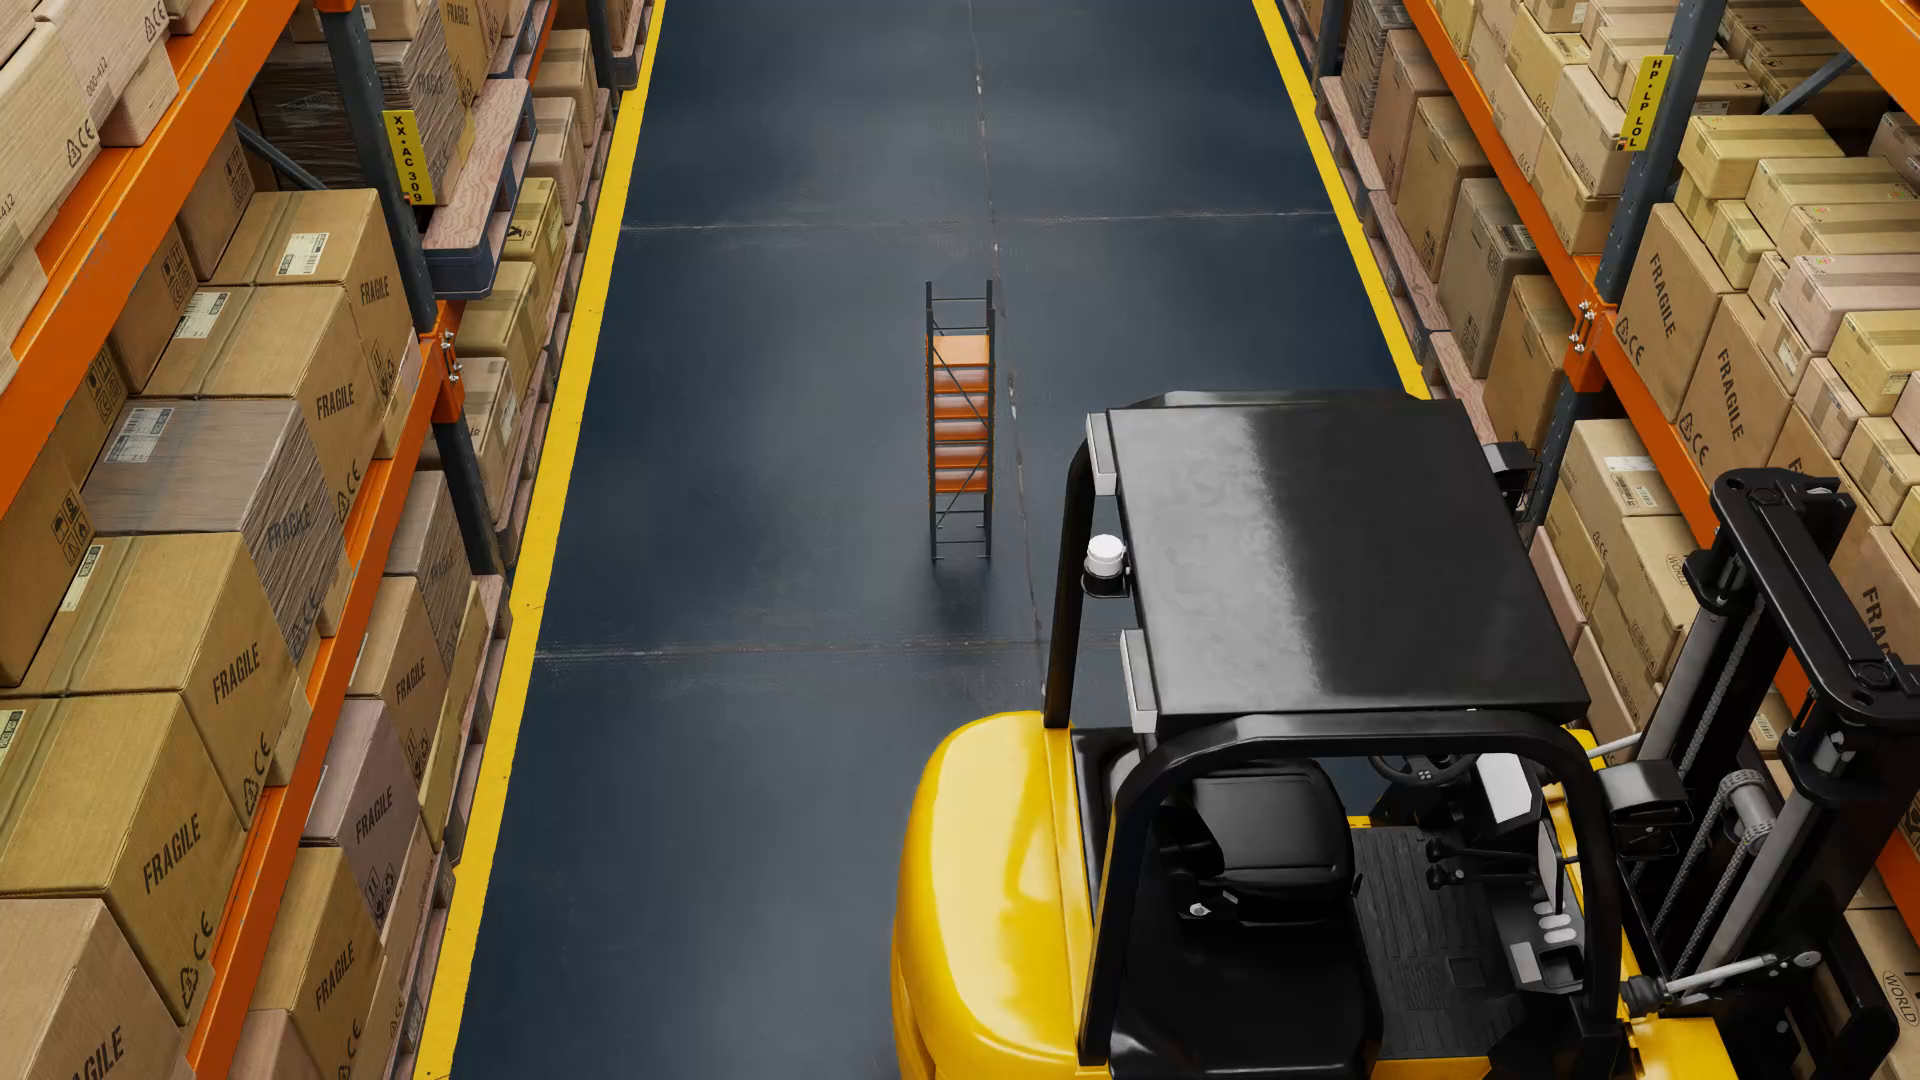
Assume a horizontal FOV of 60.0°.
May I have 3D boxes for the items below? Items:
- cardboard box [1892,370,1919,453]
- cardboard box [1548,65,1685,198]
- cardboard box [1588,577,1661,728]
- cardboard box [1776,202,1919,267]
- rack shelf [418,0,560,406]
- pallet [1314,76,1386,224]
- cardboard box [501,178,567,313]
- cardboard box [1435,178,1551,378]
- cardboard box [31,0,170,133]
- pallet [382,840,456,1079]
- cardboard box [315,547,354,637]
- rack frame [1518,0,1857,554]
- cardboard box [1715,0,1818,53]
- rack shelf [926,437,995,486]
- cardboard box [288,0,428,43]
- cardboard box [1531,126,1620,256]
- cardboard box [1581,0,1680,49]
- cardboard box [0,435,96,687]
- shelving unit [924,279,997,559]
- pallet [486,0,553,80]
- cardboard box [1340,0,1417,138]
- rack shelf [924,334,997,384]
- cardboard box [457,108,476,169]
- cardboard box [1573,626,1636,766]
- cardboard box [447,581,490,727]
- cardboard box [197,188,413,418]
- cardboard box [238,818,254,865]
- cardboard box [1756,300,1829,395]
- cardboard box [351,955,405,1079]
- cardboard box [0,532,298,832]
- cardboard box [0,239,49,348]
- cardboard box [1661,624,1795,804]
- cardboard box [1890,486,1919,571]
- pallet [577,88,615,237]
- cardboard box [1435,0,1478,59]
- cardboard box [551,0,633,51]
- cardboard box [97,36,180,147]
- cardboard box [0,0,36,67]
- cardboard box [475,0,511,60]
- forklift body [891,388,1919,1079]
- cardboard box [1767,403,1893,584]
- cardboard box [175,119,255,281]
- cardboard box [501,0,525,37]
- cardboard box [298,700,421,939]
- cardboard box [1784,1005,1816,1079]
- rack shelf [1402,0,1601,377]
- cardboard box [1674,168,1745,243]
[{"bbox_3d":[2.547,-0.290,4.072,0.380,0.149,0.250,-2,43,-2],"label":"cardboard box"},{"bbox_3d":[2.420,-1.448,5.851,0.500,0.250,0.500,-2,43,-3],"label":"cardboard box"},{"bbox_3d":[2.432,0.355,5.497,0.500,0.250,0.500,-2,43,-2],"label":"cardboard box"},{"bbox_3d":[2.534,-0.811,4.641,0.380,0.149,0.250,-2,43,-3],"label":"cardboard box"},{"bbox_3d":[-2.348,-1.935,7.174,1.077,0.370,4.000,-2,43,-2],"label":"rack shelf"},{"bbox_3d":[2.522,-2.111,8.897,1.003,0.211,1.213,-2,43,-2],"label":"pallet"},{"bbox_3d":[-2.353,-1.345,7.631,0.950,0.372,0.625,0,43,0],"label":"cardboard box"},{"bbox_3d":[2.637,-1.151,7.232,0.875,0.625,0.625,-2,43,-2],"label":"cardboard box"},{"bbox_3d":[-1.946,-1.034,3.329,0.500,0.250,0.500,-2,43,-2],"label":"cardboard box"},{"bbox_3d":[-2.144,1.456,5.006,1.003,0.211,1.213,-2,43,-2],"label":"pallet"},{"bbox_3d":[-1.898,0.136,4.567,0.380,0.149,0.250,-2,43,-2],"label":"cardboard box"},{"bbox_3d":[2.696,-0.995,5.616,1.000,3.000,0.127,-2,43,-2],"label":"rack frame"},{"bbox_3d":[2.927,-1.866,6.012,0.380,0.149,0.250,-2,43,-2],"label":"cardboard box"},{"bbox_3d":[0.001,-0.311,6.445,0.258,0.103,0.180,-2,43,-2],"label":"rack shelf"},{"bbox_3d":[-1.930,-1.718,5.320,0.380,0.149,0.250,-2,43,-2],"label":"cardboard box"},{"bbox_3d":[2.413,-1.273,6.029,0.500,0.250,0.500,-1,43,-1],"label":"cardboard box"},{"bbox_3d":[2.473,-1.836,5.979,0.380,0.149,0.250,-2,43,-2],"label":"cardboard box"},{"bbox_3d":[-2.354,-0.028,3.526,0.700,0.500,0.500,-2,43,-2],"label":"cardboard box"},{"bbox_3d":[0.001,-0.433,6.334,0.258,1.200,0.189,-2,43,-2],"label":"shelving unit"},{"bbox_3d":[-2.308,-2.145,7.012,1.003,0.211,1.213,-2,43,-2],"label":"pallet"},{"bbox_3d":[2.539,-2.553,8.763,0.875,0.625,0.625,0,43,0],"label":"cardboard box"},{"bbox_3d":[0.001,-0.665,6.121,0.258,0.103,0.180,-2,43,-2],"label":"rack shelf"},{"bbox_3d":[-1.973,-1.463,6.002,0.380,0.149,0.250,-1,43,-1],"label":"cardboard box"},{"bbox_3d":[2.423,0.542,5.663,0.500,0.250,0.500,-3,43,-3],"label":"cardboard box"},{"bbox_3d":[-1.969,0.400,5.818,0.500,0.250,0.500,0,43,0],"label":"cardboard box"},{"bbox_3d":[-1.996,-0.704,5.004,0.500,0.500,0.500,-3,43,-3],"label":"cardboard box"},{"bbox_3d":[-1.918,0.654,4.002,0.380,0.149,0.250,-3,43,-3],"label":"cardboard box"},{"bbox_3d":[2.435,-0.530,4.554,0.380,0.149,0.250,-1,43,-1],"label":"cardboard box"},{"bbox_3d":[-1.901,1.444,4.679,0.500,0.250,0.500,1,43,1],"label":"cardboard box"},{"bbox_3d":[-1.914,0.339,3.866,0.500,0.500,0.500,-2,43,-3],"label":"cardboard box"},{"bbox_3d":[-1.893,-0.445,2.982,0.380,0.149,0.250,-3,43,-3],"label":"cardboard box"},{"bbox_3d":[2.447,0.512,4.956,0.500,0.250,0.500,0,43,0],"label":"cardboard box"},{"bbox_3d":[2.493,-0.004,3.980,0.380,0.149,0.250,-2,43,-3],"label":"cardboard box"},{"bbox_3d":[-2.401,-1.995,8.770,1.003,0.211,1.213,-2,43,-2],"label":"pallet"},{"bbox_3d":[2.366,-2.296,7.146,0.500,0.250,0.500,0,43,0],"label":"cardboard box"},{"bbox_3d":[-2.379,-3.391,9.491,0.875,0.875,0.875,-2,43,-2],"label":"cardboard box"},{"bbox_3d":[-1.915,-0.964,3.548,0.380,0.149,0.250,-1,43,-1],"label":"cardboard box"},{"bbox_3d":[-1.870,-0.906,2.894,0.380,0.149,0.250,-1,43,-1],"label":"cardboard box"},{"bbox_3d":[-2.026,-2.149,6.269,0.500,0.500,0.500,-2,43,-2],"label":"cardboard box"},{"bbox_3d":[0.963,0.790,4.296,2.313,2.155,1.214,-2,43,-2],"label":"forklift body"},{"bbox_3d":[2.515,-0.032,4.491,0.500,0.500,0.500,-2,43,-2],"label":"cardboard box"},{"bbox_3d":[-2.461,-1.062,4.655,0.700,0.500,0.500,-2,43,-2],"label":"cardboard box"},{"bbox_3d":[-1.998,-2.175,6.778,0.380,0.149,0.250,0,43,0],"label":"cardboard box"},{"bbox_3d":[-1.924,0.812,4.814,0.500,0.500,0.500,0,43,0],"label":"cardboard box"},{"bbox_3d":[2.480,1.373,4.386,0.500,0.250,0.500,-3,43,-3],"label":"cardboard box"},{"bbox_3d":[2.611,-2.080,7.332,1.077,0.370,4.000,-2,43,-2],"label":"rack shelf"},{"bbox_3d":[2.447,-1.048,5.120,0.380,0.149,0.250,-2,43,-2],"label":"cardboard box"}]
